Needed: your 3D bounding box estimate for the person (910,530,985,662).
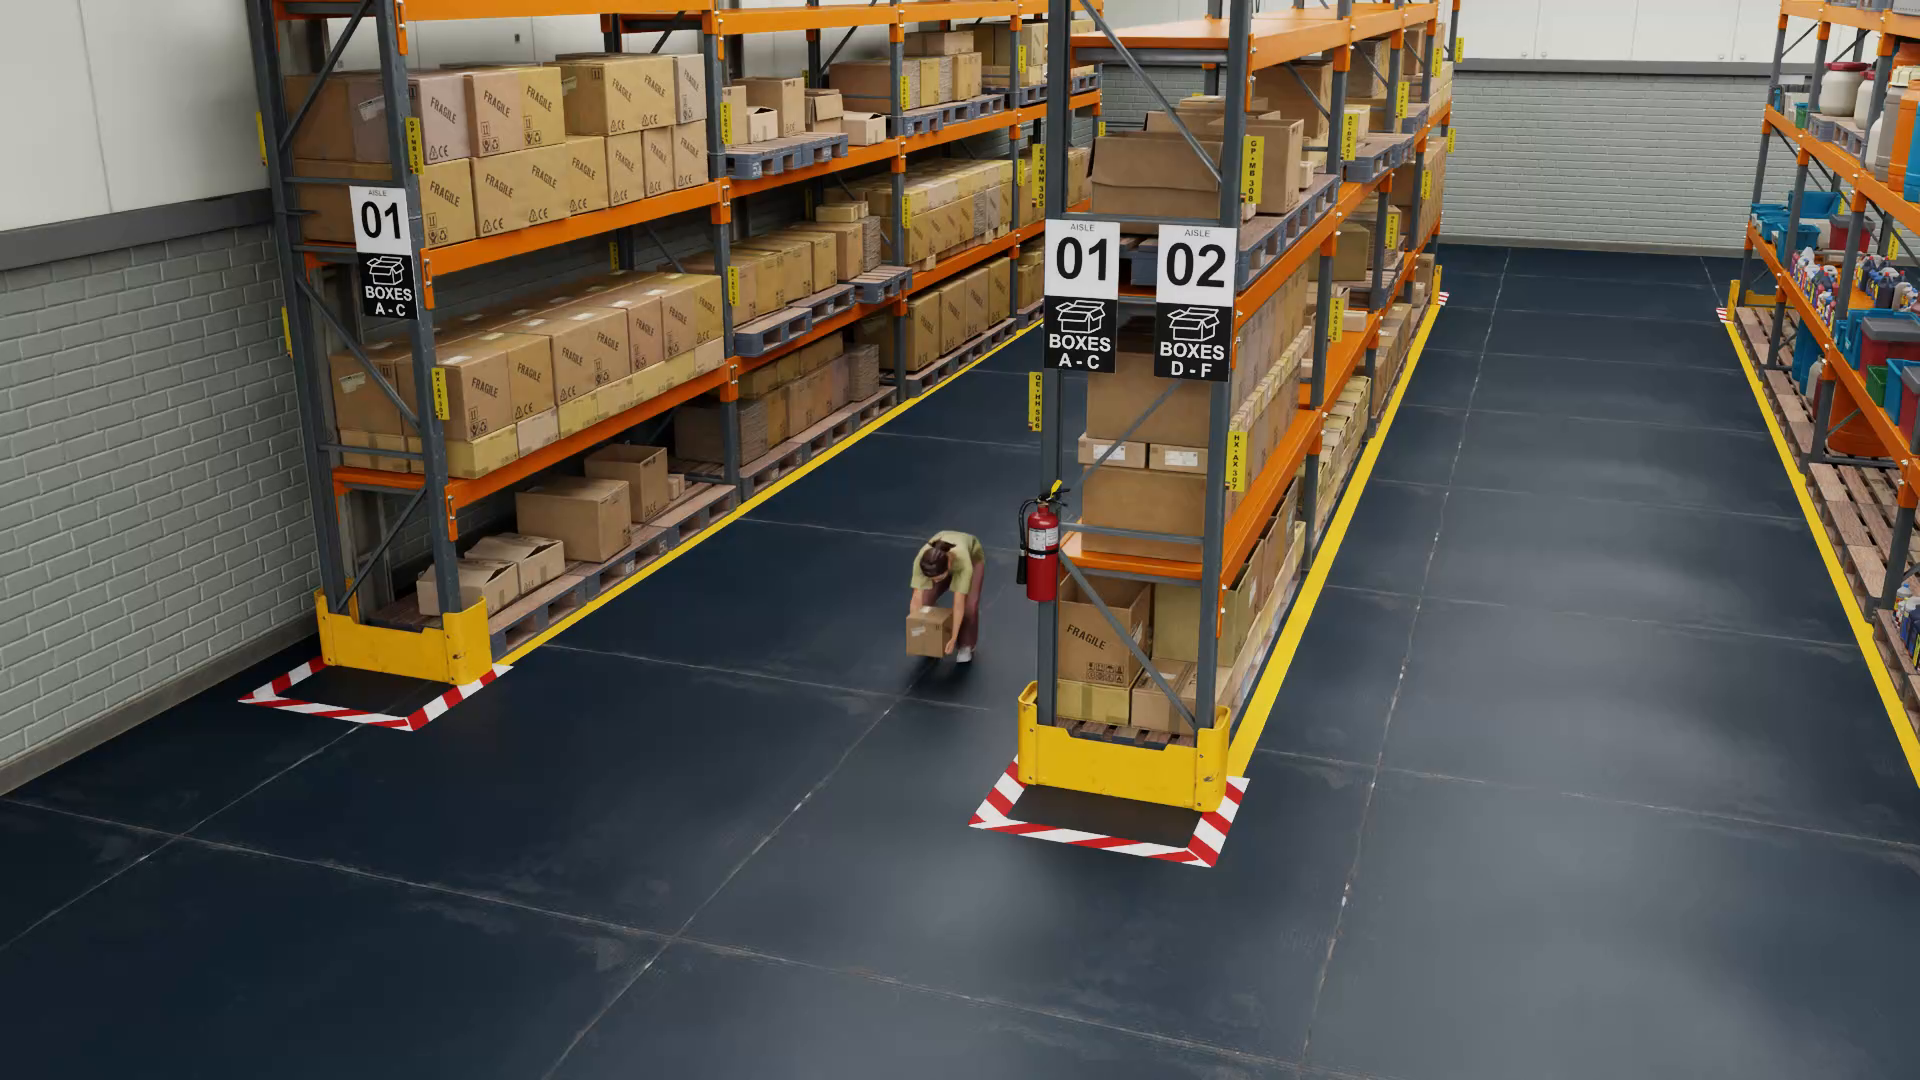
[{"bbox_3d":[-0.089,0.368,11.119,0.465,0.945,0.860,5,19,16],"label":"person"}]
